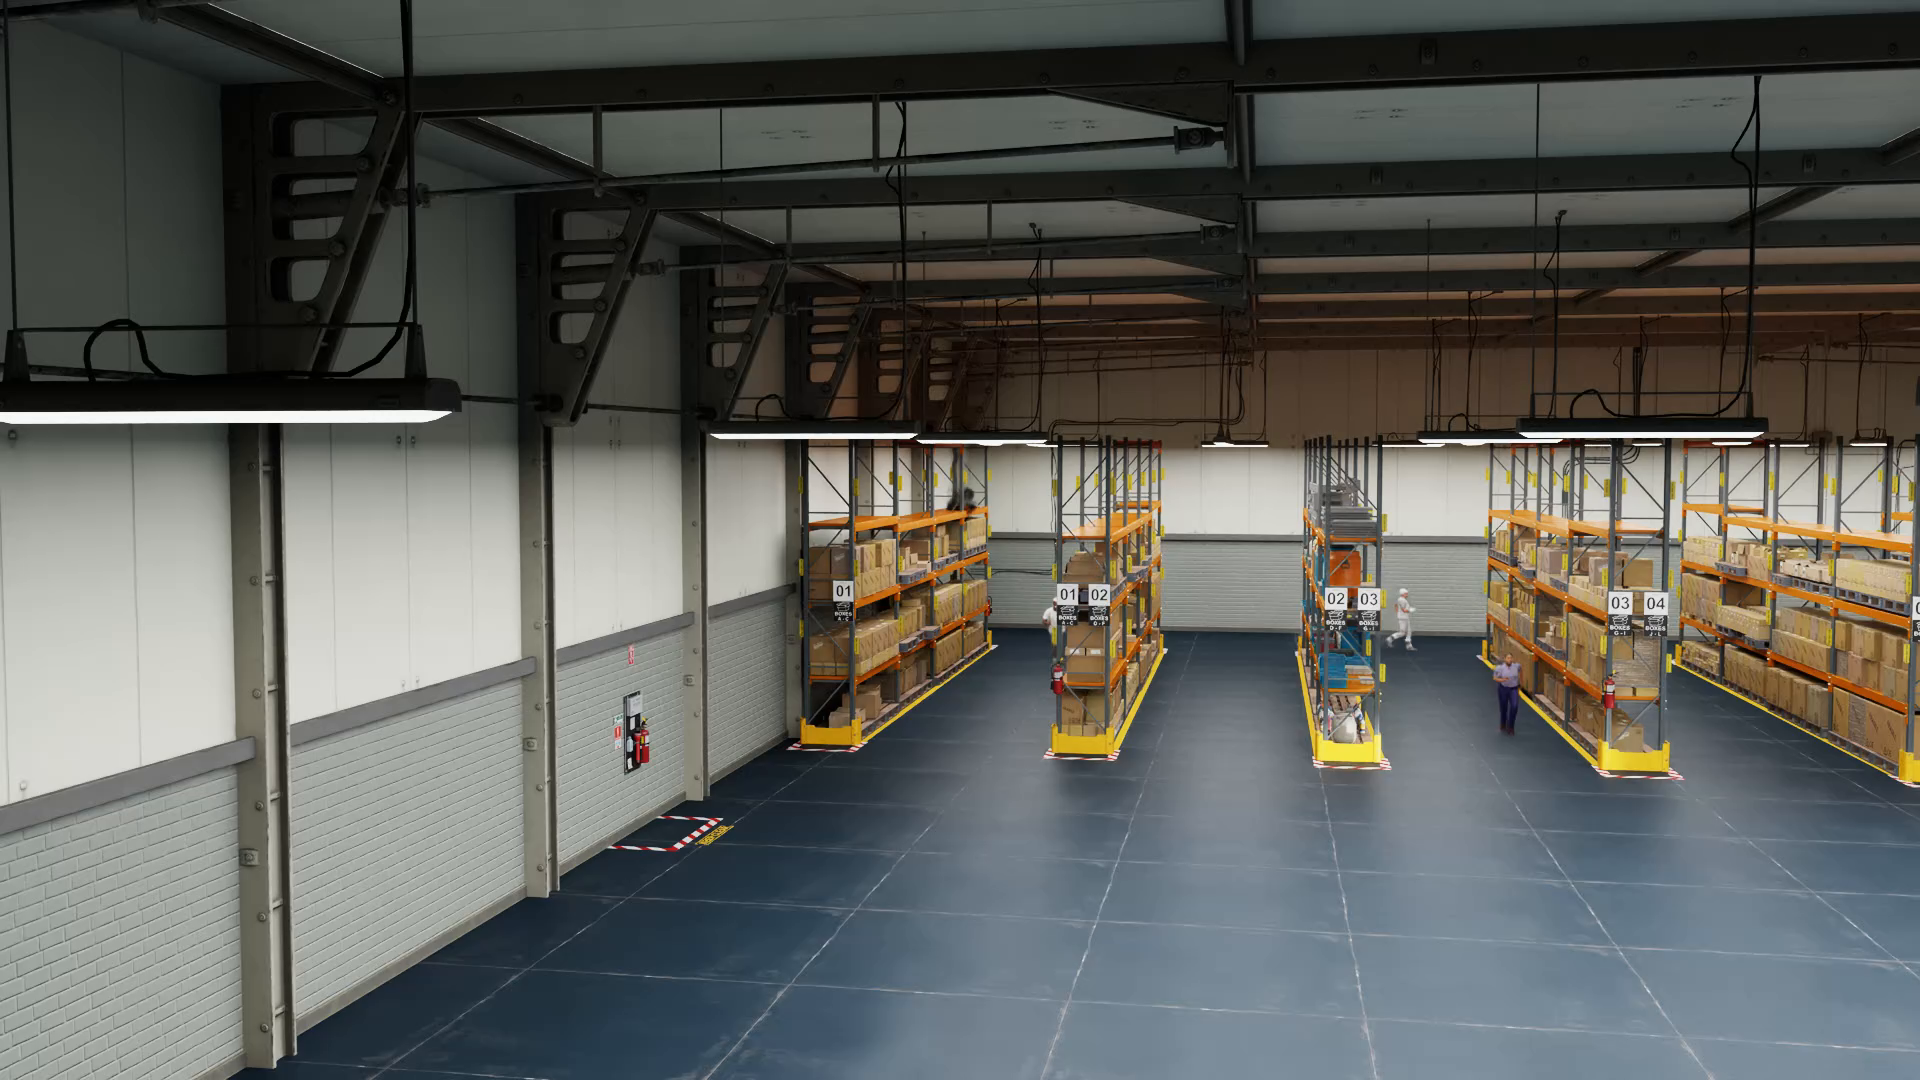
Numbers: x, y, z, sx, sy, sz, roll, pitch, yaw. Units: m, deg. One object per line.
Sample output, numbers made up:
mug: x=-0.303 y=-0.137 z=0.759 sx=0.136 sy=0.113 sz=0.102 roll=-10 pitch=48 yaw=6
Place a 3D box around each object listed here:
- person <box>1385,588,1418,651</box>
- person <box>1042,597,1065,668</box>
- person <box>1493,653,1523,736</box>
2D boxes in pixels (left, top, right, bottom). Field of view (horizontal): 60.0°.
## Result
person: x=12.562 y=2.261 z=47.294 sx=0.908 sy=1.769 sz=0.668 roll=1 pitch=3 yaw=14
person: x=2.414 y=2.317 z=41.492 sx=0.723 sy=1.808 sz=0.827 roll=1 pitch=3 yaw=9
person: x=11.069 y=3.059 z=33.587 sx=0.626 sy=1.584 sz=0.813 roll=0 pitch=3 yaw=8
